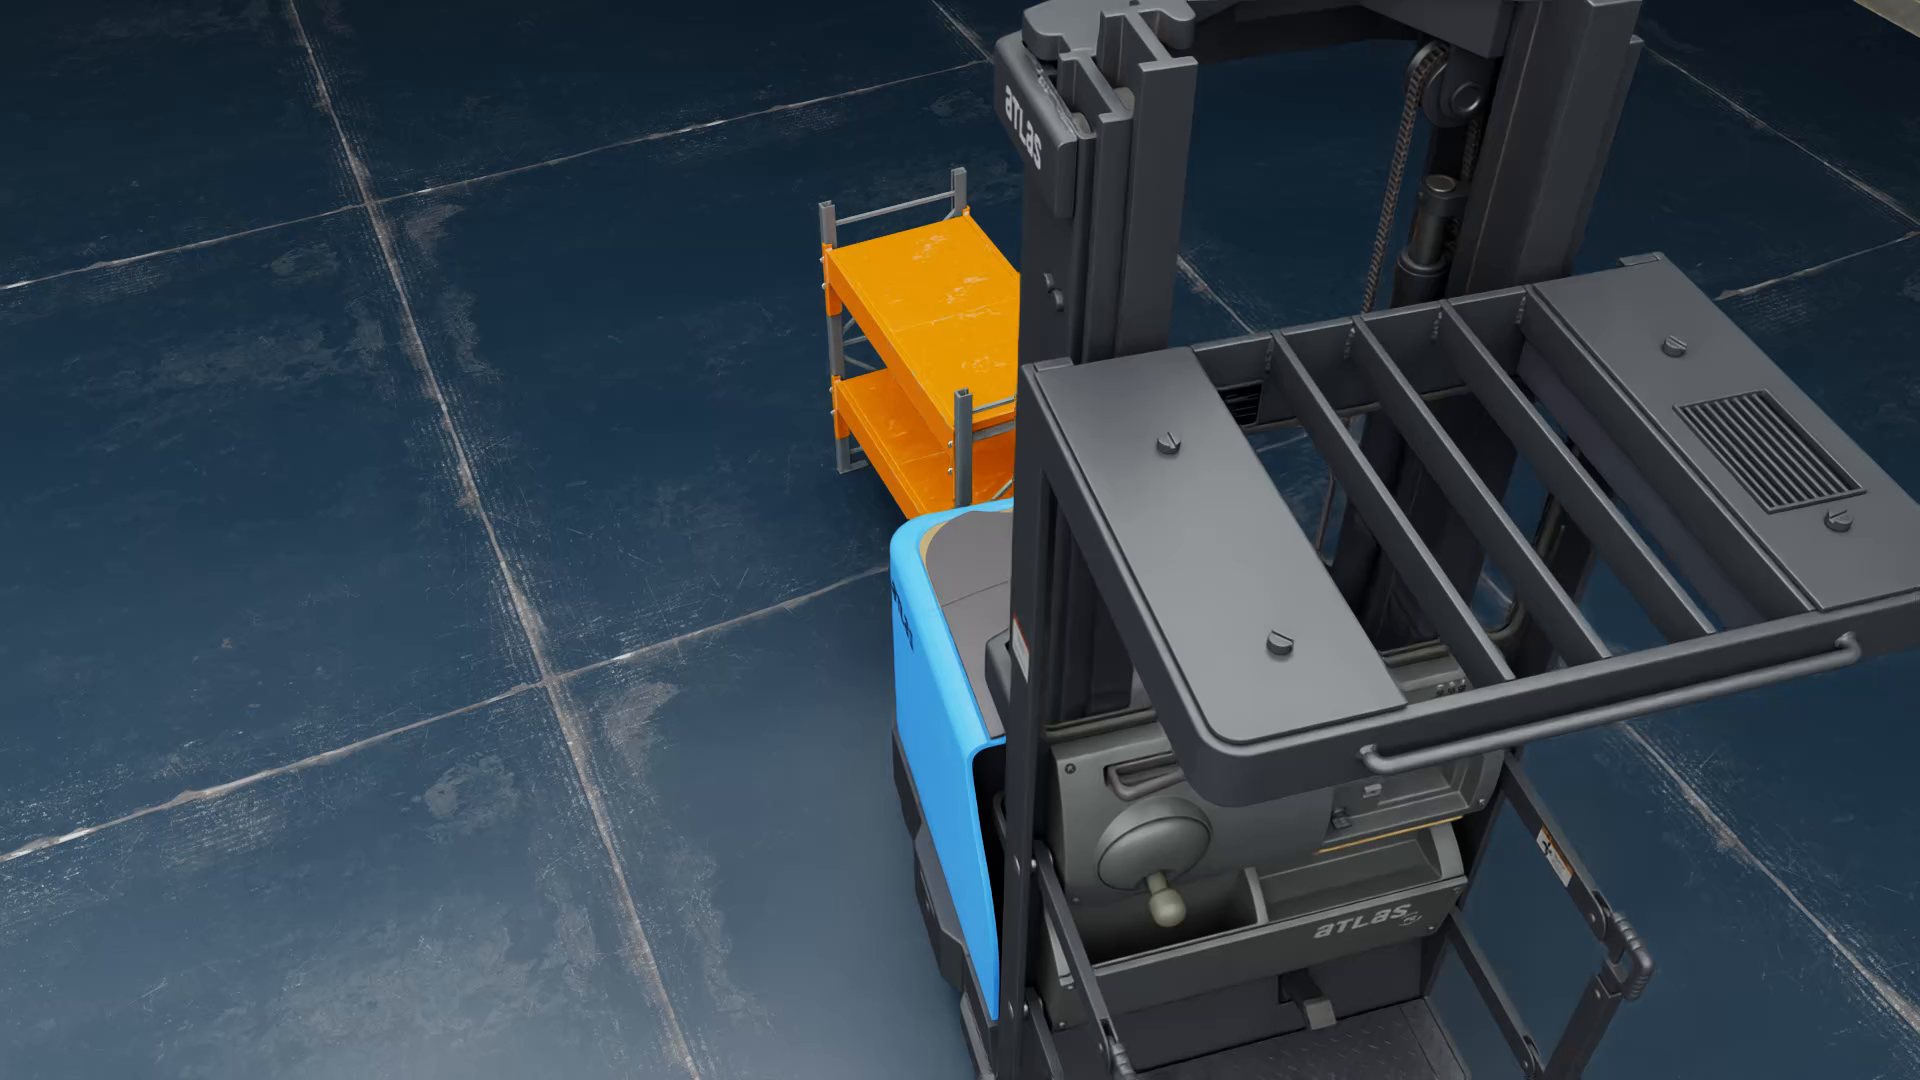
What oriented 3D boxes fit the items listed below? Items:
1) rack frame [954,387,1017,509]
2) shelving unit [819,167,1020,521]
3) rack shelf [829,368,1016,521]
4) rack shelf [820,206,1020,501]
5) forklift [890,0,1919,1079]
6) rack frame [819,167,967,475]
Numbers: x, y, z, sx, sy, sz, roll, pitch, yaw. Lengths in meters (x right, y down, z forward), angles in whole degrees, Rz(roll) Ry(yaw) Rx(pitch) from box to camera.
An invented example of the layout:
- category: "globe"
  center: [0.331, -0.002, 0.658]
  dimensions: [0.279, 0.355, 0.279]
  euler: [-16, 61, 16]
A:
- category: "rack frame"
  center: [0.217, -0.072, 5.022]
  dimensions: [0.500, 1.125, 0.032]
  euler: [-18, 47, -17]
- category: "shelving unit"
  center: [0.003, -0.396, 5.351]
  dimensions: [0.538, 1.125, 1.048]
  euler: [-18, 47, -17]
- category: "rack shelf"
  center: [0.003, -0.222, 5.522]
  dimensions: [0.538, 0.278, 1.000]
  euler: [-18, 47, -17]
- category: "rack shelf"
  center: [0.003, -0.604, 5.145]
  dimensions: [0.538, 0.278, 1.000]
  euler: [-18, 47, -17]
- category: "forklift"
  center: [0.694, 0.574, 3.081]
  dimensions: [1.130, 2.935, 3.031]
  euler: [-11, 46, -11]
- category: "rack frame"
  center: [-0.211, -0.720, 5.679]
  dimensions: [0.500, 1.125, 0.032]
  euler: [-18, 47, -17]
